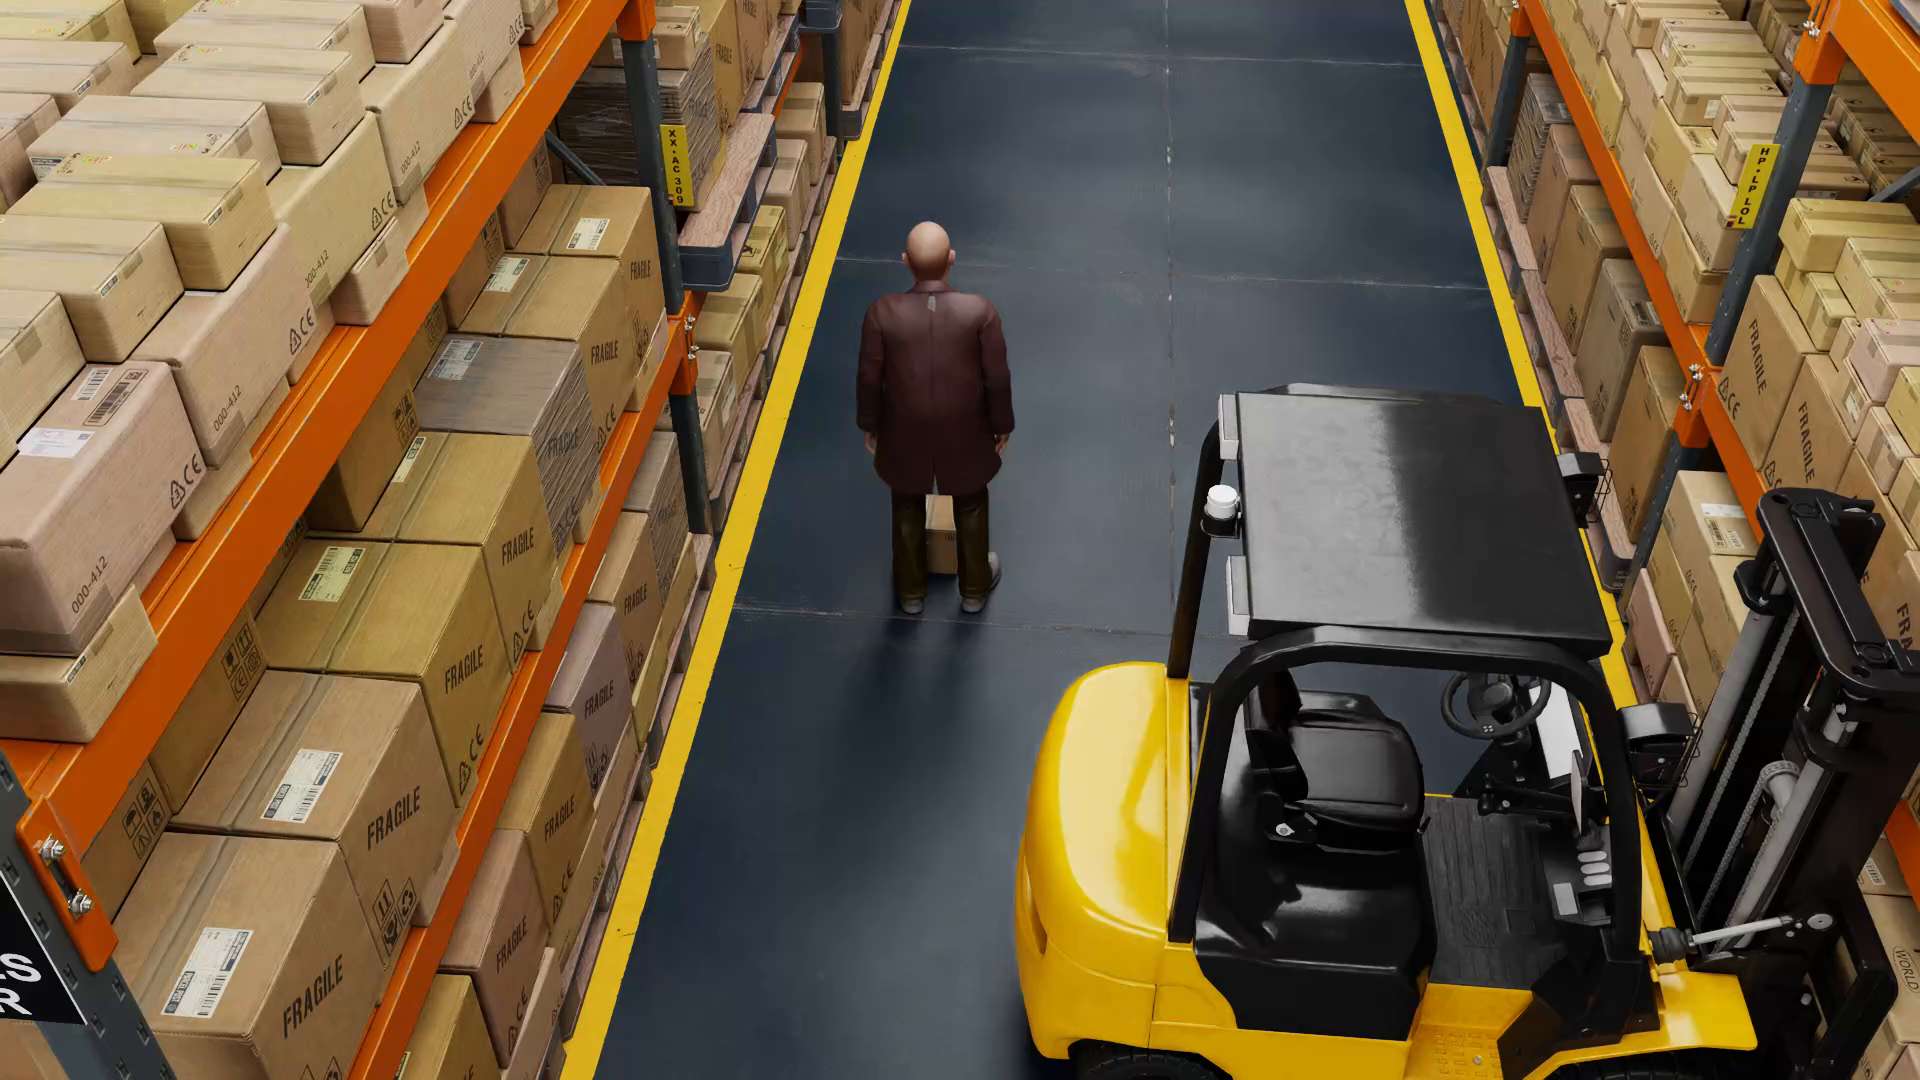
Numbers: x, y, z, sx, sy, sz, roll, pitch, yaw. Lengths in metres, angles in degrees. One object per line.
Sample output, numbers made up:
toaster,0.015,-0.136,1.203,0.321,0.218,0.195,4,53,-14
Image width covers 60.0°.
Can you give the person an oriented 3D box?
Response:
person,-0.098,-0.458,6.723,0.641,1.773,0.431,1,40,1
